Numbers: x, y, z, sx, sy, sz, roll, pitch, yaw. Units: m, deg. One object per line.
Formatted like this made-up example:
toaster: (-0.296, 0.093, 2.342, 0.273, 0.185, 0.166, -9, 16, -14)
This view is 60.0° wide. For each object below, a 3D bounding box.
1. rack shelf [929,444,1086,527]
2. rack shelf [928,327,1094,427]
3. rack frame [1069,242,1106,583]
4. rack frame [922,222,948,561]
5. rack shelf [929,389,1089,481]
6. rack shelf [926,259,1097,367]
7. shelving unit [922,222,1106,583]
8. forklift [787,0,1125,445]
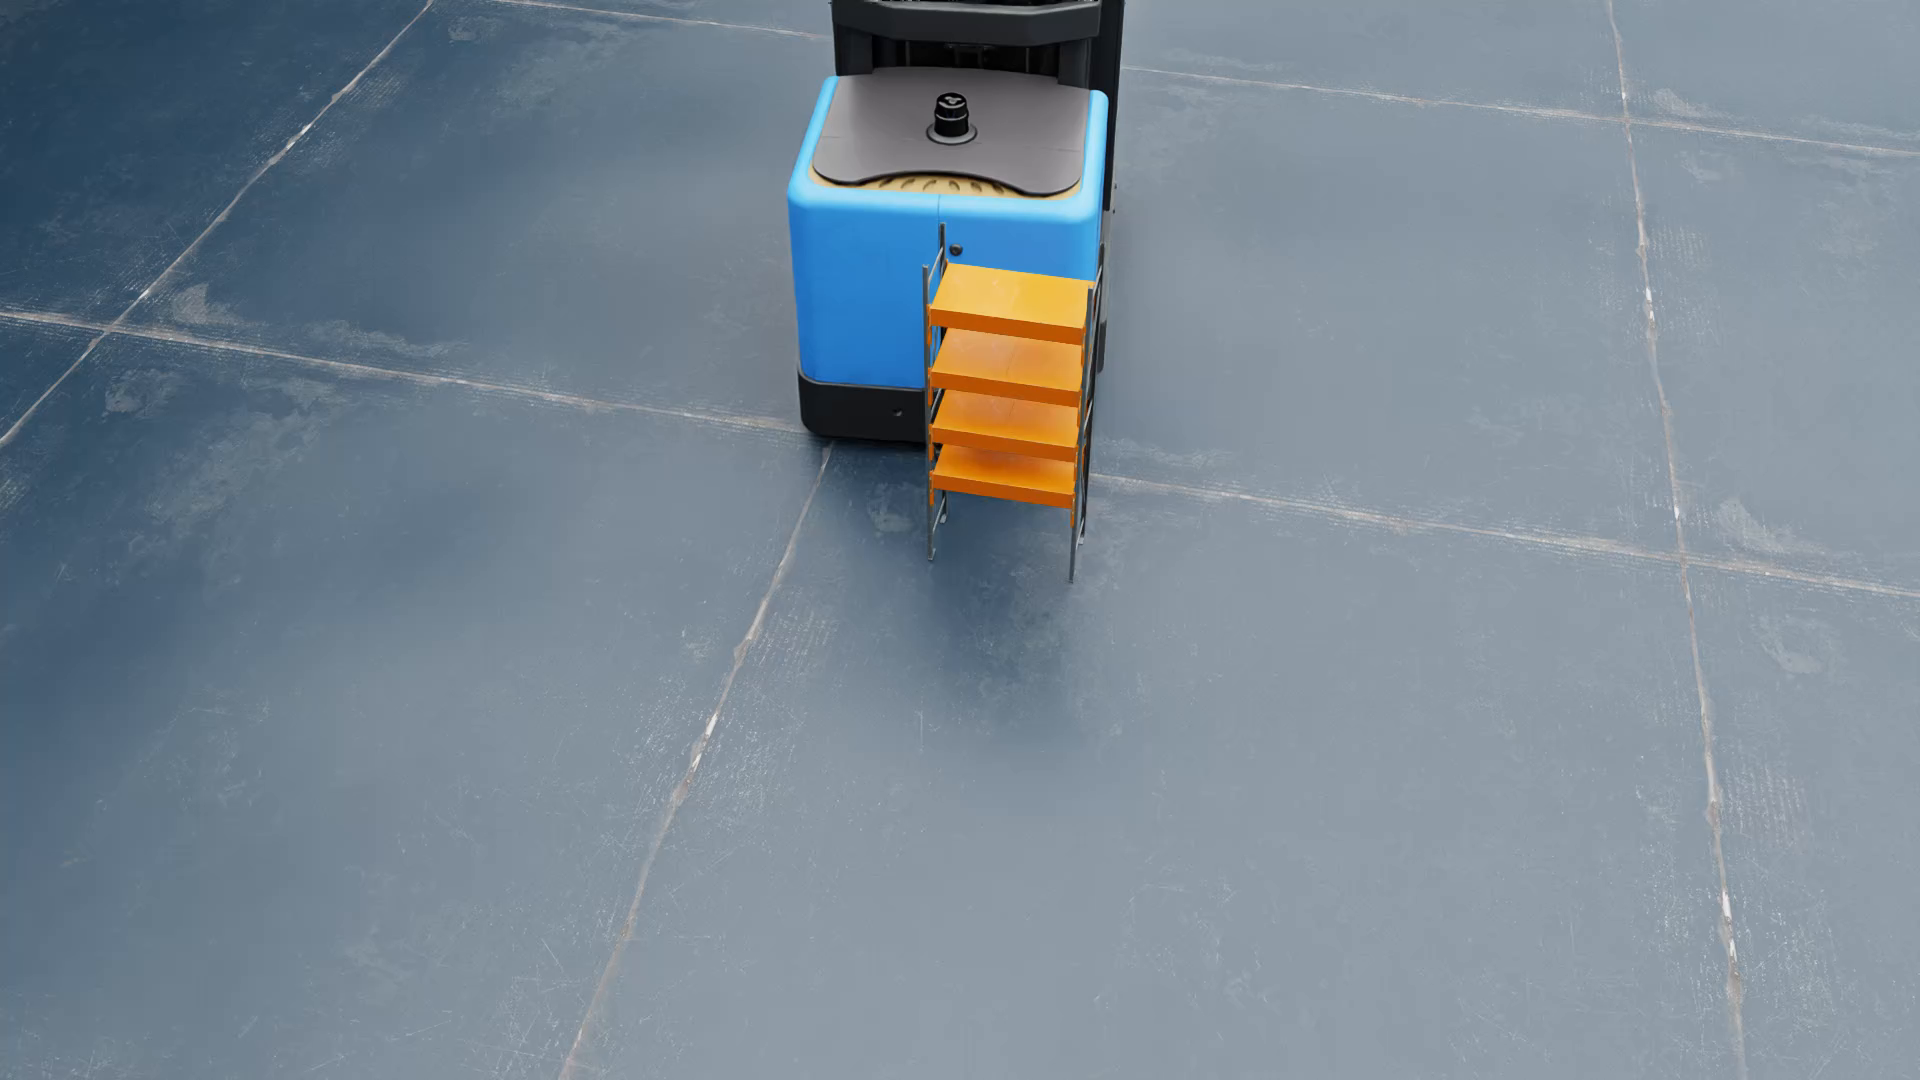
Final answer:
rack shelf: (0.162, -0.216, 5.492, 0.480, 0.148, 0.258, 9, 45, 9)
rack shelf: (0.162, -0.520, 5.199, 0.480, 0.148, 0.258, 9, 45, 9)
rack frame: (0.400, -0.370, 5.269, 0.015, 1.200, 0.240, 9, 45, 9)
rack frame: (-0.077, -0.444, 5.346, 0.015, 1.200, 0.240, 9, 45, 9)
rack shelf: (0.162, -0.359, 5.355, 0.480, 0.148, 0.258, 9, 45, 9)
rack shelf: (0.162, -0.690, 5.035, 0.480, 0.148, 0.258, 9, 45, 9)
shelving unit: (0.162, -0.407, 5.308, 0.503, 1.200, 0.258, 9, 45, 9)
forklift: (0.095, -2.394, 6.124, 1.130, 2.935, 3.031, 4, 44, 5)
